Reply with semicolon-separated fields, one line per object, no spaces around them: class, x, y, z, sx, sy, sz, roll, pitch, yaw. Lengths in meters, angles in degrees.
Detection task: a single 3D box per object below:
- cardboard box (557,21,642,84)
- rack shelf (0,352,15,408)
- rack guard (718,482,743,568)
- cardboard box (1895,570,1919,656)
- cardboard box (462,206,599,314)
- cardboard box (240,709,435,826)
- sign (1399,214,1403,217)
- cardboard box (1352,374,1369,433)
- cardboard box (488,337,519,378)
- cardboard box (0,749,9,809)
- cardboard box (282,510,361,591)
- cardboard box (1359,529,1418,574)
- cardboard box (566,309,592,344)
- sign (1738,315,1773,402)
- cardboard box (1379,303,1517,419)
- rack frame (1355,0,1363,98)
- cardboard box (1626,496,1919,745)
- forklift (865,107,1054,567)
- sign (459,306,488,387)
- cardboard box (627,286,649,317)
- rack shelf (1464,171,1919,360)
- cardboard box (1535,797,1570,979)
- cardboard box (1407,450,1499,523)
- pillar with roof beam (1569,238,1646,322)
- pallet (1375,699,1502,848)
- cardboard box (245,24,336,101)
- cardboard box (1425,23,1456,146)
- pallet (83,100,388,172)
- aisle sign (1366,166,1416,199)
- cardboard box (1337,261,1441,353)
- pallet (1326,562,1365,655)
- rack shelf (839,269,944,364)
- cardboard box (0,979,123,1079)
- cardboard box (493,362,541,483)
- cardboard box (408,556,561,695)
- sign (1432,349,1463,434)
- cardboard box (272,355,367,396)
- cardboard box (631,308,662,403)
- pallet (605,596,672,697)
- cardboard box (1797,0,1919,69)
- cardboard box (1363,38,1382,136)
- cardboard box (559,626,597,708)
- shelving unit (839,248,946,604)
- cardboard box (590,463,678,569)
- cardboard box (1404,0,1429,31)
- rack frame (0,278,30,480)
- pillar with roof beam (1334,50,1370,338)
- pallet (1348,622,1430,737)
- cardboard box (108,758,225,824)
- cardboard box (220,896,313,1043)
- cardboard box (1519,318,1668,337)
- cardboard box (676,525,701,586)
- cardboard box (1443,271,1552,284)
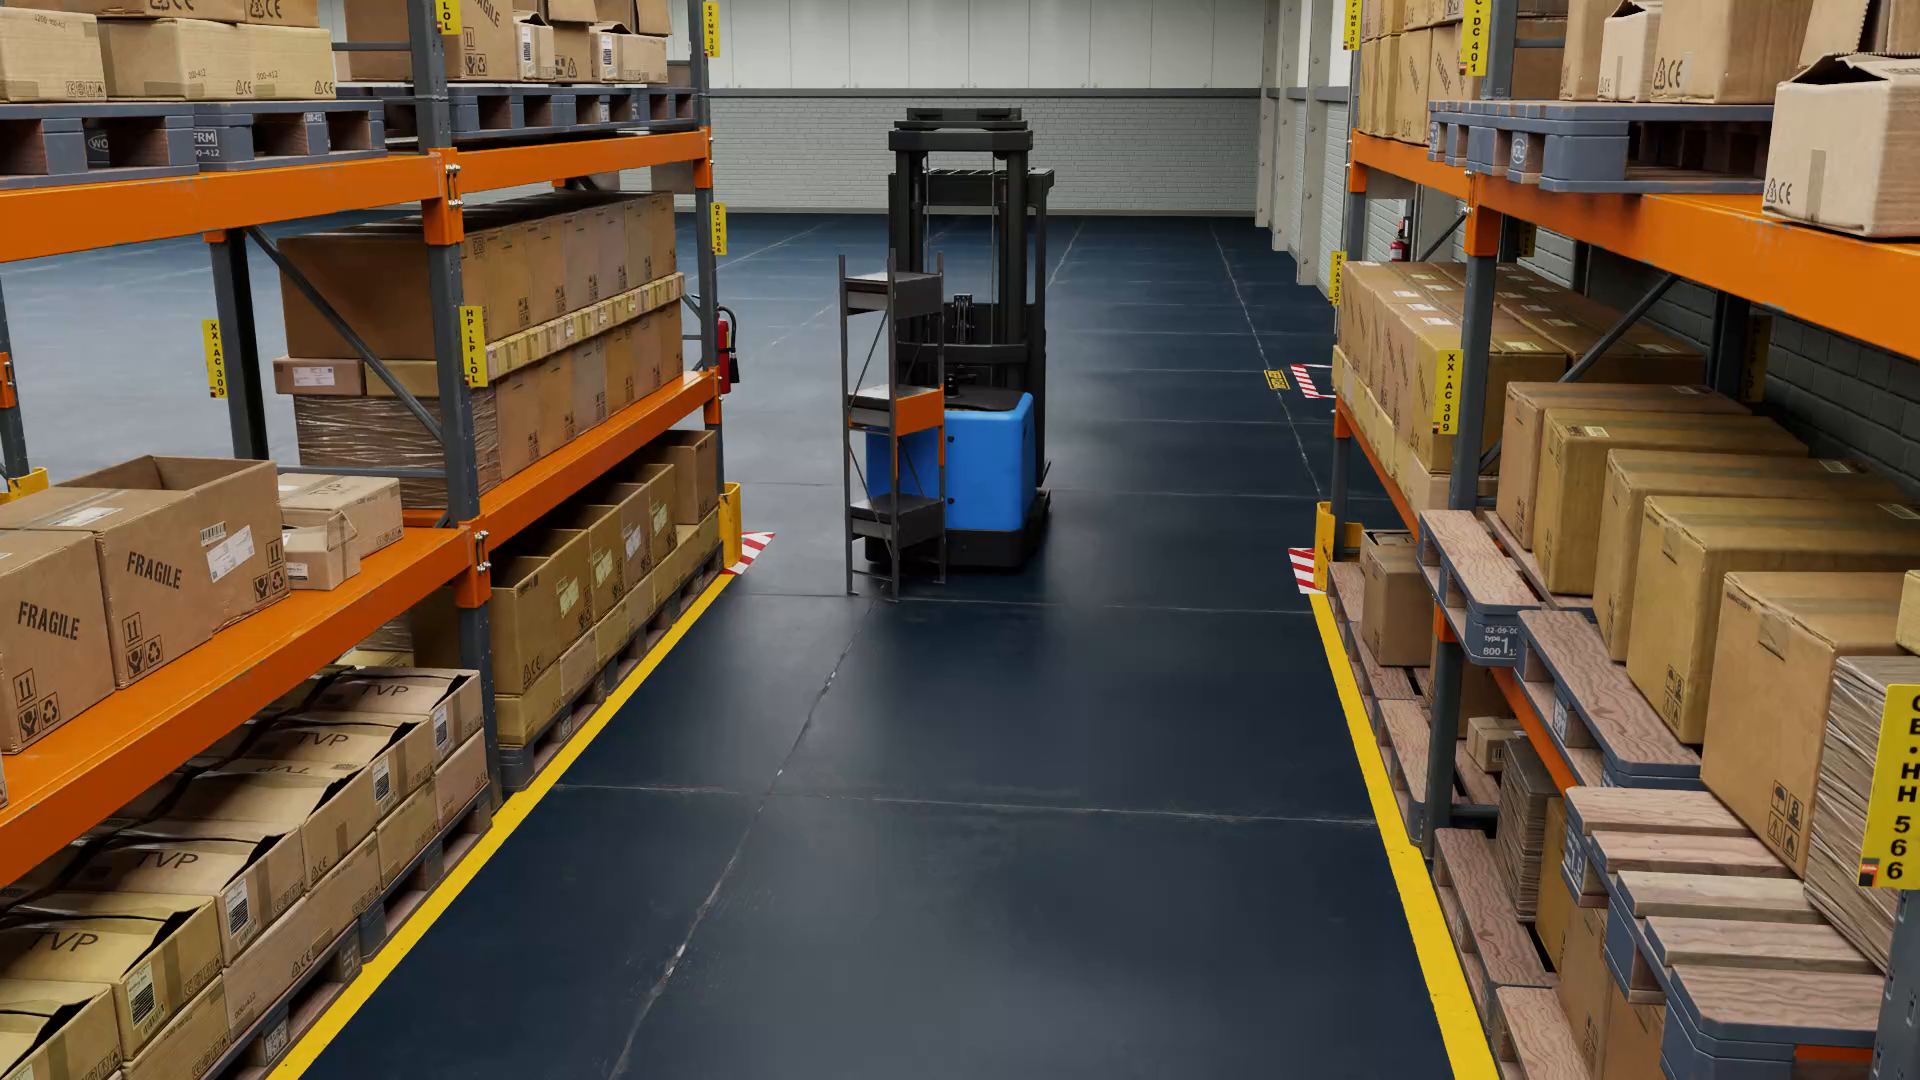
cardboard box;-1.997;-2.540;8.659;0.500;0.311;0.500;4;16;13
rack shelf;-7.214;-0.596;9.498;1.077;0.370;4.000;2;15;6
rack guard;-2.064;-0.115;11.128;1.175;0.500;0.348;2;15;6
cardboard box;1.984;0.157;3.059;0.380;0.149;0.250;-1;15;-3
cardboard box;-2.304;-1.458;8.630;0.700;0.500;0.500;2;15;6
cardboard box;-2.331;0.825;6.254;0.500;0.311;0.500;2;15;8
sign;4.786;-3.572;18.040;0.001;0.109;0.331;2;15;6
cardboard box;2.377;-0.723;8.839;0.500;0.250;0.500;1;15;5
cardboard box;-2.240;-0.835;7.570;0.380;0.149;0.250;1;15;5
cardboard box;-2.676;0.577;3.954;0.500;0.311;0.500;2;15;6
cardboard box;-2.435;0.021;6.096;0.396;0.266;0.258;1;15;5
cardboard box;2.688;0.092;9.883;0.500;0.311;0.500;0;15;0
cardboard box;-2.124;-1.105;8.567;0.380;0.149;0.250;2;15;6
sign;2.956;-0.676;6.198;0.100;0.325;0.005;2;15;6
cardboard box;2.269;-0.824;7.774;0.500;0.500;0.500;1;15;5
rack frame;2.856;-4.066;9.460;1.000;3.000;0.127;2;15;6
cardboard box;2.115;0.198;4.148;0.700;0.500;0.500;2;15;6
forklift;0.084;-1.578;11.883;1.130;2.935;3.031;2;15;7
sign;-1.978;-0.785;6.752;0.100;0.325;0.005;2;15;6
cardboard box;-2.008;-1.372;9.556;0.380;0.149;0.250;2;15;7
rack shelf;2.179;-0.715;4.190;1.077;0.370;4.000;2;15;6
cardboard box;2.329;1.189;5.466;0.700;0.500;0.500;1;15;5
cardboard box;2.157;-0.202;6.910;0.500;0.250;0.500;2;15;6
pillar with roof beam;-0.641;-3.986;9.163;9.100;9.000;0.400;2;15;6
pallet;2.445;1.038;7.418;1.003;0.211;1.213;2;15;6
cardboard box;-2.597;-1.696;5.925;0.500;0.250;0.500;3;15;12
cardboard box;2.286;-1.908;6.994;0.500;0.500;0.500;0;15;2
pallet;-2.605;-1.404;5.728;0.805;0.209;1.217;1;15;4
aisle sign;2.566;-2.453;10.005;0.394;0.787;0.004;2;15;6
cardboard box;2.503;-1.354;9.737;0.500;0.500;0.500;2;15;6
pallet;2.720;0.405;9.759;1.003;0.211;1.213;2;15;6
rack shelf;-0.409;-1.370;10.070;0.431;0.518;0.480;10;18;35
cardboard box;-2.568;1.350;4.311;0.500;0.311;0.500;1;15;5
cardboard box;-2.421;-0.578;7.862;0.700;0.500;0.500;2;15;6
cardboard box;-2.155;0.374;7.559;0.500;0.500;0.500;2;15;6
sign;1.864;-0.565;6.345;0.100;0.325;0.005;2;15;6
cardboard box;-2.700;-0.716;7.129;0.380;0.149;0.250;2;15;6
cardboard box;-2.187;-1.106;9.815;0.700;0.500;0.500;2;15;8
pallet;-2.252;0.546;9.238;1.003;0.211;1.213;2;15;6
cardboard box;2.191;-0.936;3.395;0.797;0.503;0.637;4;16;14
cardboard box;2.474;-2.458;9.031;0.500;0.500;0.500;3;15;10
cardboard box;-2.103;0.606;8.137;0.500;0.250;0.500;2;15;6
shelving unit;-0.406;-0.707;10.248;0.431;2.100;0.503;10;18;35
cardboard box;-1.930;-0.145;9.477;0.500;0.500;0.500;2;15;6
cardboard box;2.291;-2.537;7.407;0.500;0.500;0.500;1;15;4
rack frame;-6.988;-1.462;11.322;1.000;3.000;0.127;2;15;6
pillar with roof beam;0.713;-7.098;20.673;9.100;9.000;0.400;2;15;6
pallet;2.580;0.721;8.592;1.003;0.211;1.213;2;15;6
cardboard box;-2.931;0.940;5.828;0.500;0.311;0.500;1;15;4
cardboard box;-2.452;1.359;5.353;0.500;0.250;0.500;2;15;7
cardboard box;2.727;-0.682;7.249;0.500;0.500;0.500;2;15;6
cardboard box;-1.878;0.087;10.055;0.500;0.250;0.500;2;15;6
cardboard box;2.947;-1.211;9.205;0.500;0.500;0.500;2;15;7
